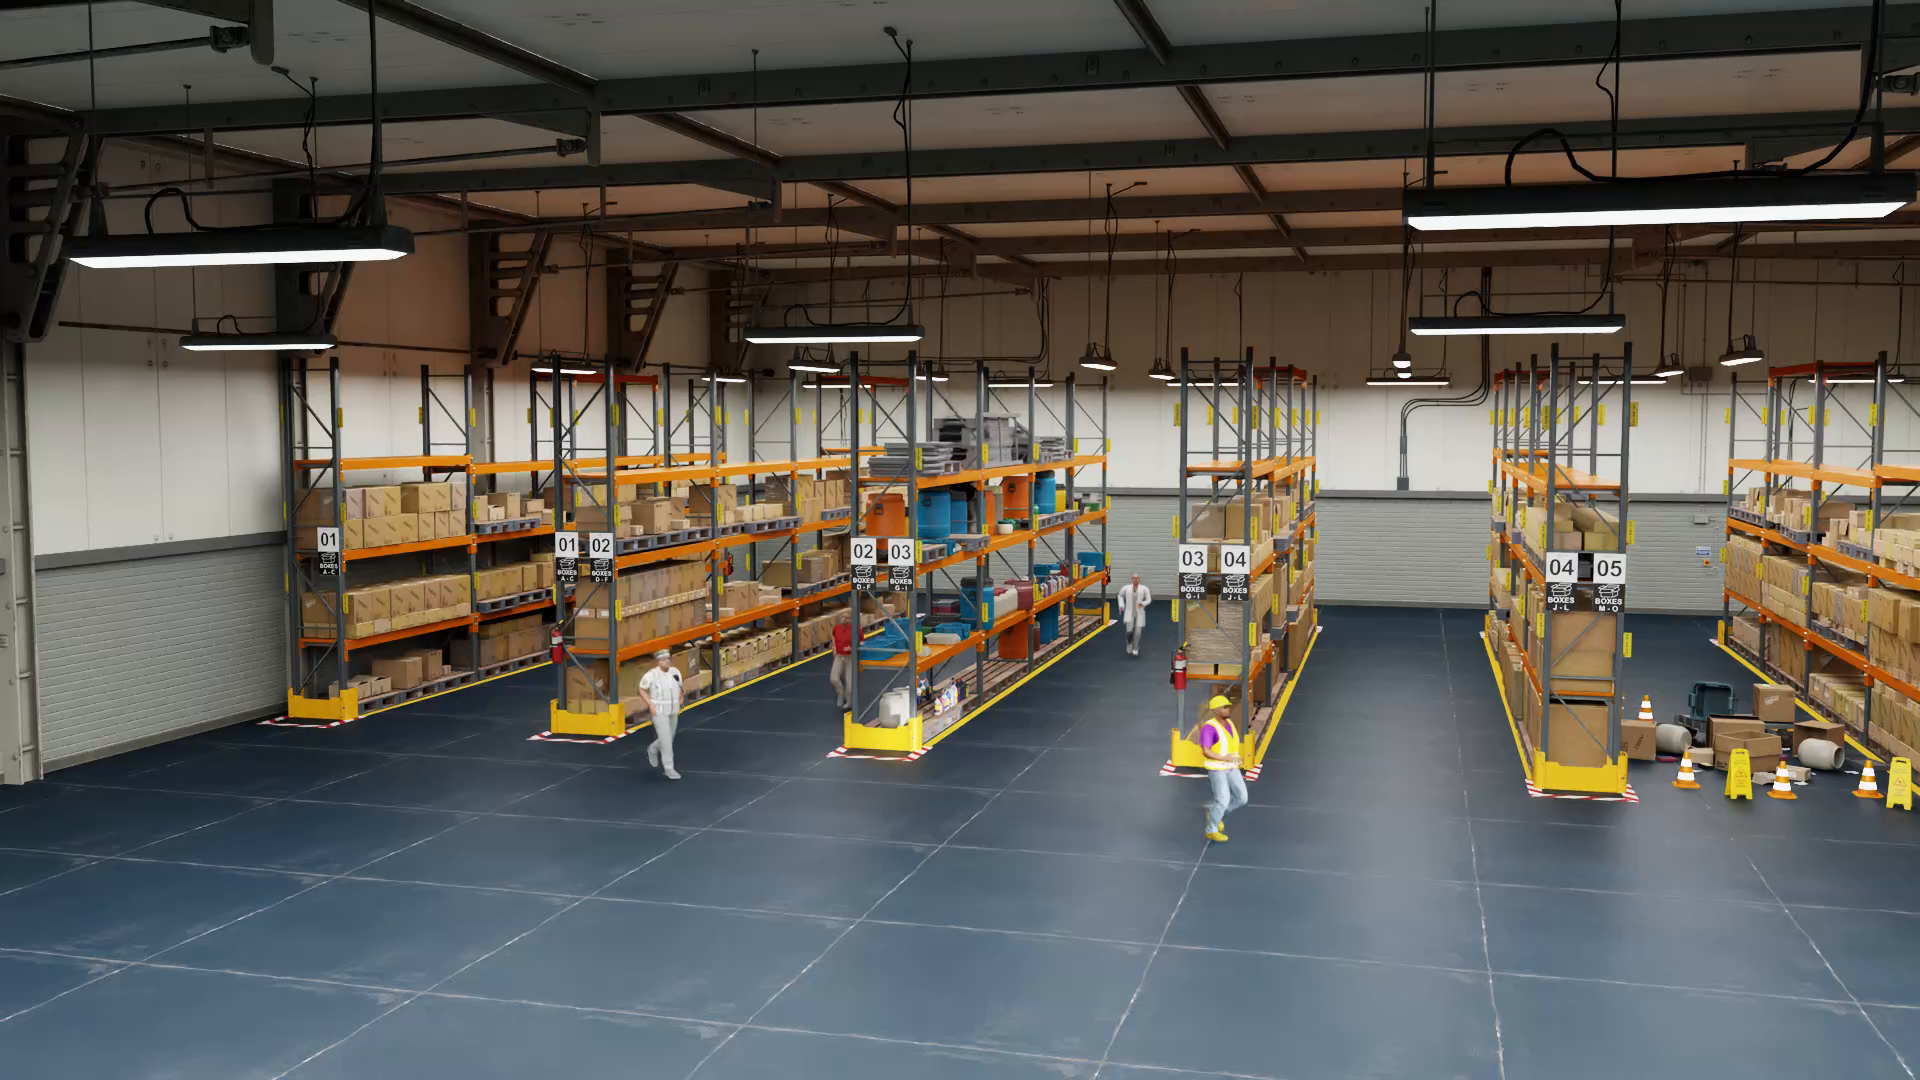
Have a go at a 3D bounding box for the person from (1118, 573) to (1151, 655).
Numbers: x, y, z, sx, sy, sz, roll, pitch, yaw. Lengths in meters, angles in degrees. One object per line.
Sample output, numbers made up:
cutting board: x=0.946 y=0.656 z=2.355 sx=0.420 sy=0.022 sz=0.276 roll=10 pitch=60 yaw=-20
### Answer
person: x=3.654 y=1.566 z=34.836 sx=0.704 sy=1.734 sz=0.653 roll=0 pitch=4 yaw=6

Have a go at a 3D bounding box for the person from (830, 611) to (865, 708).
person: x=-1.954 y=2.059 z=28.472 sx=0.657 sy=1.683 sz=0.665 roll=1 pitch=4 yaw=15

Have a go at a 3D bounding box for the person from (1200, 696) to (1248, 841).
person: x=3.131 y=2.696 z=19.631 sx=0.692 sy=1.724 sz=0.582 roll=-4 pitch=6 yaw=-44

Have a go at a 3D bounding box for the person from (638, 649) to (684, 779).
person: x=-4.138 y=2.386 z=23.229 sx=0.653 sy=1.782 sz=0.912 roll=-4 pitch=6 yaw=-43
